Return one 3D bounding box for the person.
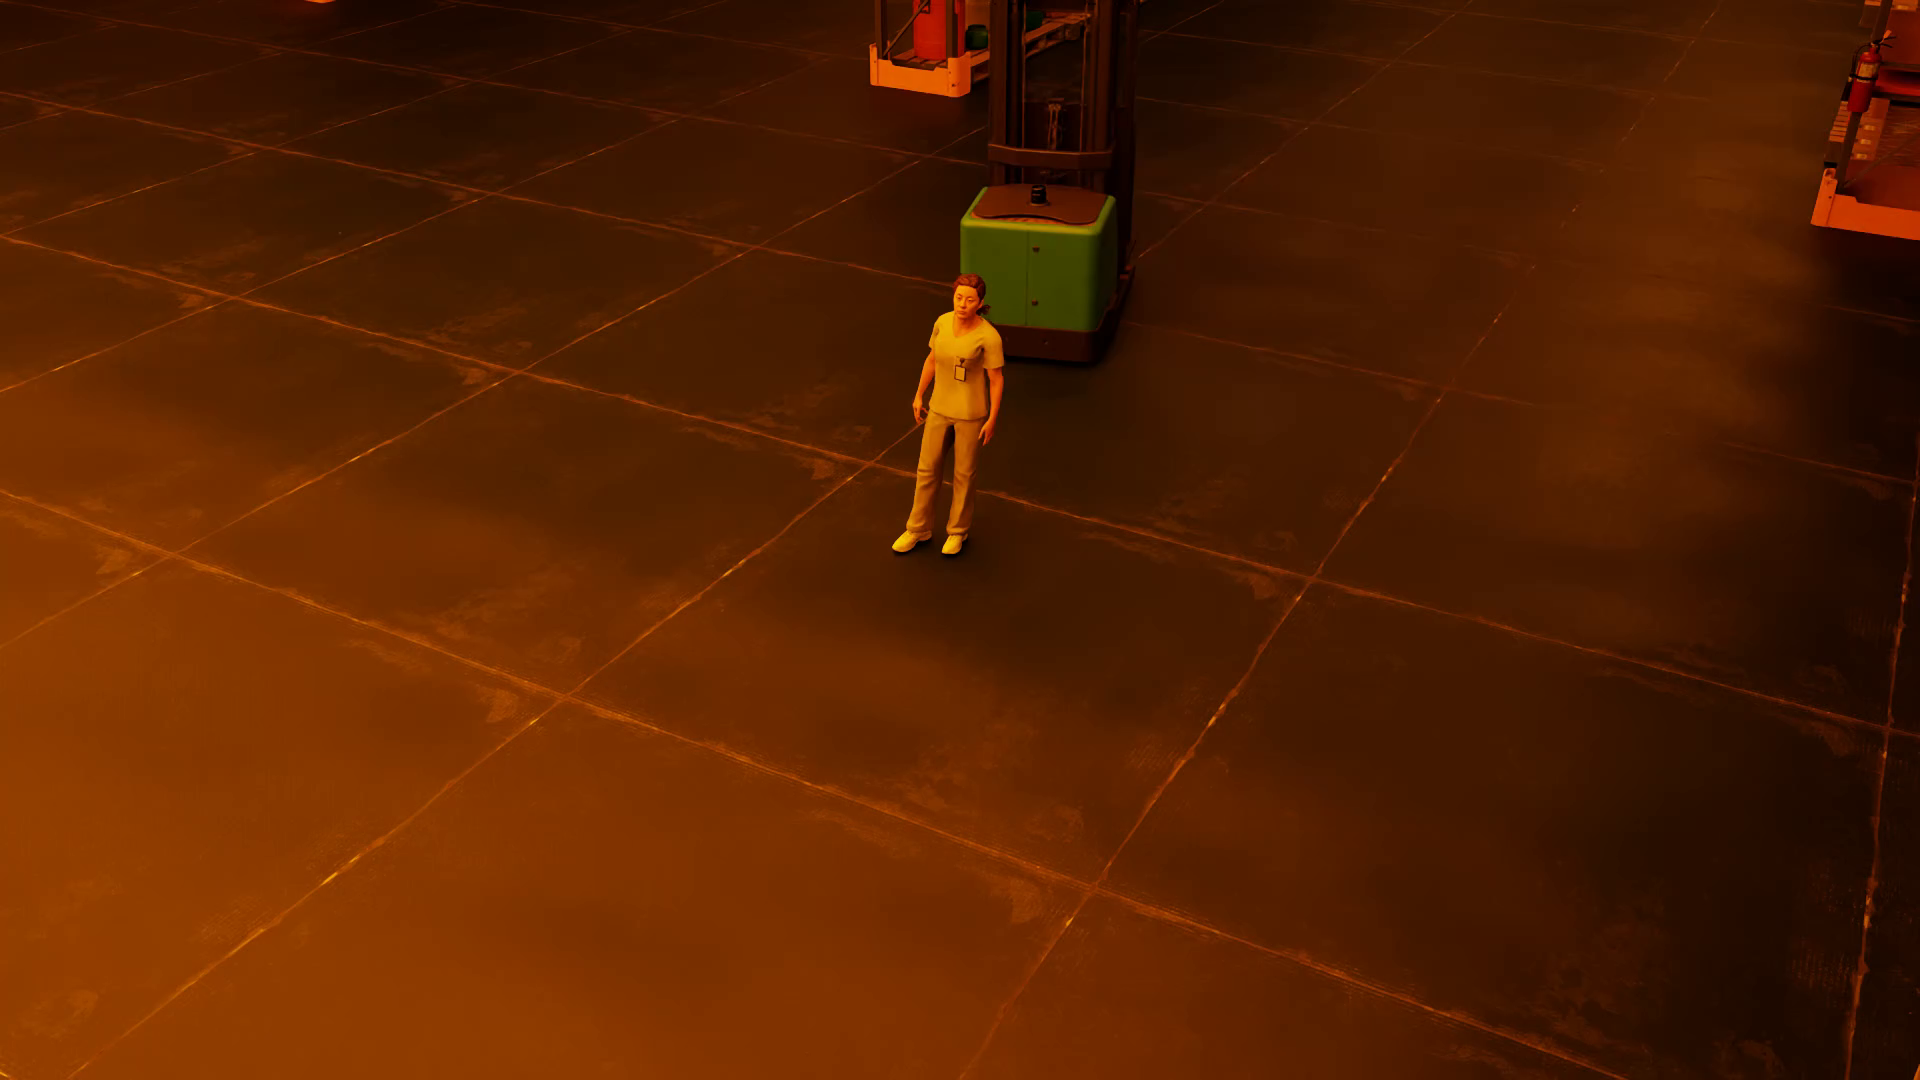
[{"bbox_3d":[-0.048,-0.703,9.530,0.549,1.673,0.548,15,33,25],"label":"person"}]

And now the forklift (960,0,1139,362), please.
[{"bbox_3d":[0.815,-3.283,12.760,1.130,2.935,3.031,7,31,11],"label":"forklift"}]
